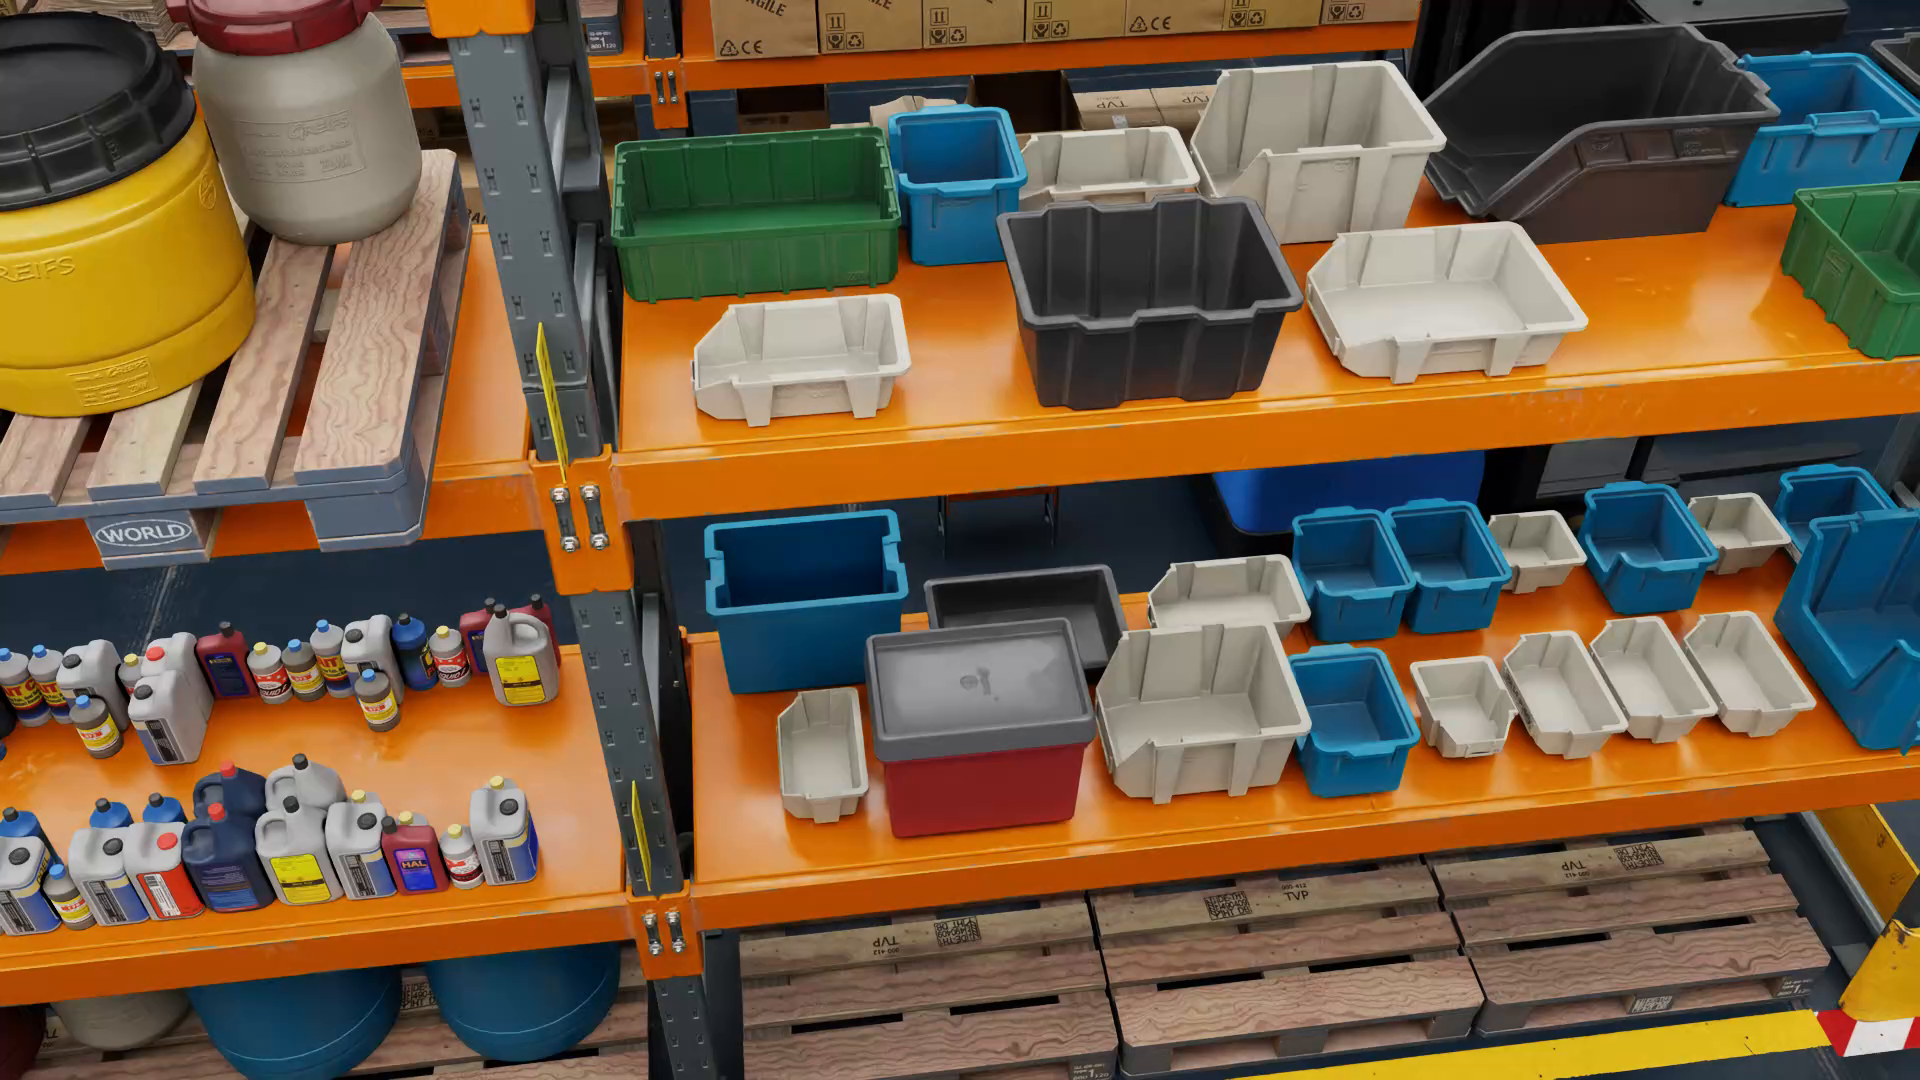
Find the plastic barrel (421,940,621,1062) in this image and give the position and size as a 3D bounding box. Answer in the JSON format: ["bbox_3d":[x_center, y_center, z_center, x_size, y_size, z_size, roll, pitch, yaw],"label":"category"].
[{"bbox_3d":[-1.413,1.144,5.210,0.708,0.901,0.600,-5,42,-6],"label":"plastic barrel"}]

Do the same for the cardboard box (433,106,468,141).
[{"bbox_3d":[-2.548,-2.106,9.098,0.500,0.500,0.500,-4,42,-5],"label":"cardboard box"}]

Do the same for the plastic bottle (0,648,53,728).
[{"bbox_3d":[-2.743,0.421,4.855,0.097,0.271,0.097,0,42,0],"label":"plastic bottle"}]

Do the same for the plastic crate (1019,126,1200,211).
[{"bbox_3d":[0.341,-0.894,4.174,0.466,0.136,0.293,-5,42,-6],"label":"plastic crate"}]

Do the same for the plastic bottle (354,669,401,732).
[{"bbox_3d":[-1.708,0.459,4.865,0.097,0.201,0.097,0,42,0],"label":"plastic bottle"}]

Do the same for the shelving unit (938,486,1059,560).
[{"bbox_3d":[0.164,-0.460,7.079,0.503,1.200,0.258,-5,42,-6],"label":"shelving unit"}]

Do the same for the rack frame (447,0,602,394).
[{"bbox_3d":[-0.871,-1.742,2.678,0.127,3.000,1.000,-5,42,-6],"label":"rack frame"}]

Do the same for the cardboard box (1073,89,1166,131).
[{"bbox_3d":[0.889,-2.349,9.554,0.500,0.250,0.500,-5,42,-6],"label":"cardboard box"}]

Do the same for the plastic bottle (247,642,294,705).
[{"bbox_3d":[-2.054,0.387,4.945,0.097,0.201,0.097,0,42,0],"label":"plastic bottle"}]

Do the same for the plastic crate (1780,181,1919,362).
[{"bbox_3d":[2.154,-0.622,3.834,0.336,0.188,0.450,-5,42,-6],"label":"plastic crate"}]

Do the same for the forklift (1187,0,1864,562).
[{"bbox_3d":[2.576,-1.380,6.807,3.031,2.935,1.130,-6,42,-7],"label":"forklift"}]

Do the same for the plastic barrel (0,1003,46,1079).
[{"bbox_3d":[-3.235,1.420,5.138,0.708,0.588,0.600,-5,42,-6],"label":"plastic barrel"}]

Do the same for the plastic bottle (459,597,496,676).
[{"bbox_3d":[-1.422,0.289,4.993,0.133,0.283,0.061,-5,42,-6],"label":"plastic bottle"}]

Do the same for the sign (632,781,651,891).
[{"bbox_3d":[-0.802,0.748,4.190,0.005,0.325,0.100,-5,42,-6],"label":"sign"}]

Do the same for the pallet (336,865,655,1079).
[{"bbox_3d":[-1.642,1.560,5.578,1.213,0.211,1.003,-5,42,-6],"label":"pallet"}]

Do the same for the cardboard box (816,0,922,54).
[{"bbox_3d":[-0.462,-2.752,8.202,0.500,0.500,0.500,-4,42,-5],"label":"cardboard box"}]

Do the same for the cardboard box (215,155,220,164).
[{"bbox_3d":[-3.971,-1.632,8.572,0.500,0.500,0.500,-6,42,-6],"label":"cardboard box"}]

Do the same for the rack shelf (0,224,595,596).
[{"bbox_3d":[-2.854,-0.188,3.731,4.000,0.370,1.077,-5,42,-6],"label":"rack shelf"}]

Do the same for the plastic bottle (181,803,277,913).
[{"bbox_3d":[-1.924,0.817,4.357,0.185,0.351,0.144,-5,42,-6],"label":"plastic bottle"}]

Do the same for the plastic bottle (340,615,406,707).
[{"bbox_3d":[-1.742,0.350,4.930,0.135,0.276,0.152,-5,42,-6],"label":"plastic bottle"}]

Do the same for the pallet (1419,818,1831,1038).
[{"bbox_3d":[2.272,1.219,5.956,1.213,0.211,1.003,-5,42,-6],"label":"pallet"}]

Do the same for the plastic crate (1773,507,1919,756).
[{"bbox_3d":[2.787,0.256,4.871,0.499,0.435,0.616,-5,42,-6],"label":"plastic crate"}]

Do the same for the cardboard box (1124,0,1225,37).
[{"bbox_3d":[1.038,-2.883,8.347,0.500,0.500,0.500,-5,42,-5],"label":"cardboard box"}]

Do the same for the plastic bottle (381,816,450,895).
[{"bbox_3d":[-1.444,0.828,4.395,0.133,0.283,0.061,-5,42,-6],"label":"plastic bottle"}]

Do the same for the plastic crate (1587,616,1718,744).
[{"bbox_3d":[2.021,0.420,4.912,0.243,0.136,0.396,-5,42,-6],"label":"plastic crate"}]

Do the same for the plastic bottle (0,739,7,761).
[{"bbox_3d":[-2.821,0.525,4.739,0.097,0.271,0.097,0,42,0],"label":"plastic bottle"}]

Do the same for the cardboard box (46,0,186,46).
[{"bbox_3d":[-3.935,-2.733,7.867,0.500,0.500,0.700,2,42,3],"label":"cardboard box"}]

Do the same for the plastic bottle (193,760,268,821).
[{"bbox_3d":[-1.942,0.721,4.463,0.185,0.351,0.144,-5,42,-6],"label":"plastic bottle"}]

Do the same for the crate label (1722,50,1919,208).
[{"bbox_3d":[2.138,-1.055,4.267,0.502,0.251,0.408,-5,42,-6],"label":"crate label"}]

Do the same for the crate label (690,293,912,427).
[{"bbox_3d":[-0.349,-0.381,3.606,0.466,0.136,0.293,-5,42,-6],"label":"crate label"}]

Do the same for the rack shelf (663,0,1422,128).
[{"bbox_3d":[0.473,-2.711,8.769,4.000,0.370,1.077,-5,42,-6],"label":"rack shelf"}]

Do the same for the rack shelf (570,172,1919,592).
[{"bbox_3d":[1.112,-0.535,4.117,4.000,0.370,1.077,-5,42,-6],"label":"rack shelf"}]

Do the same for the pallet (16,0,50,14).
[{"bbox_3d":[-4.813,-2.492,8.131,1.003,0.211,1.213,-5,42,-6],"label":"pallet"}]

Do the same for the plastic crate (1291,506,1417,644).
[{"bbox_3d":[1.204,0.121,5.172,0.300,0.233,0.416,-5,42,-6],"label":"plastic crate"}]

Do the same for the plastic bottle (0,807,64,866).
[{"bbox_3d":[-2.480,0.808,4.426,0.097,0.271,0.097,0,42,0],"label":"plastic bottle"}]

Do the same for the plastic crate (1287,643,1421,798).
[{"bbox_3d":[1.092,0.526,4.722,0.300,0.233,0.416,-5,42,-6],"label":"plastic crate"}]

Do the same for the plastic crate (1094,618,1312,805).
[{"bbox_3d":[0.667,0.497,4.719,0.530,0.282,0.437,-5,42,-6],"label":"plastic crate"}]

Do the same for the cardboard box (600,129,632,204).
[{"bbox_3d":[-1.962,-1.807,8.767,0.500,0.500,0.500,-5,42,-6],"label":"cardboard box"}]

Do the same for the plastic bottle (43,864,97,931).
[{"bbox_3d":[-2.327,0.923,4.350,0.097,0.201,0.097,0,42,0],"label":"plastic bottle"}]

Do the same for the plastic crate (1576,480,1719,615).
[{"bbox_3d":[2.155,0.038,5.264,0.300,0.233,0.416,-5,42,-6],"label":"plastic crate"}]

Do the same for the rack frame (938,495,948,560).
[{"bbox_3d":[-0.078,-0.439,7.056,0.015,1.200,0.240,-5,42,-6],"label":"rack frame"}]

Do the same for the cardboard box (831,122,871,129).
[{"bbox_3d":[-0.618,-2.220,9.487,0.250,0.149,0.380,-5,42,-6],"label":"cardboard box"}]

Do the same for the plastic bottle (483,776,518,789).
[{"bbox_3d":[-1.255,0.727,4.568,0.097,0.201,0.097,0,42,0],"label":"plastic bottle"}]

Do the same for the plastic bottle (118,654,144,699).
[{"bbox_3d":[-2.416,0.418,4.910,0.097,0.201,0.097,0,42,0],"label":"plastic bottle"}]
